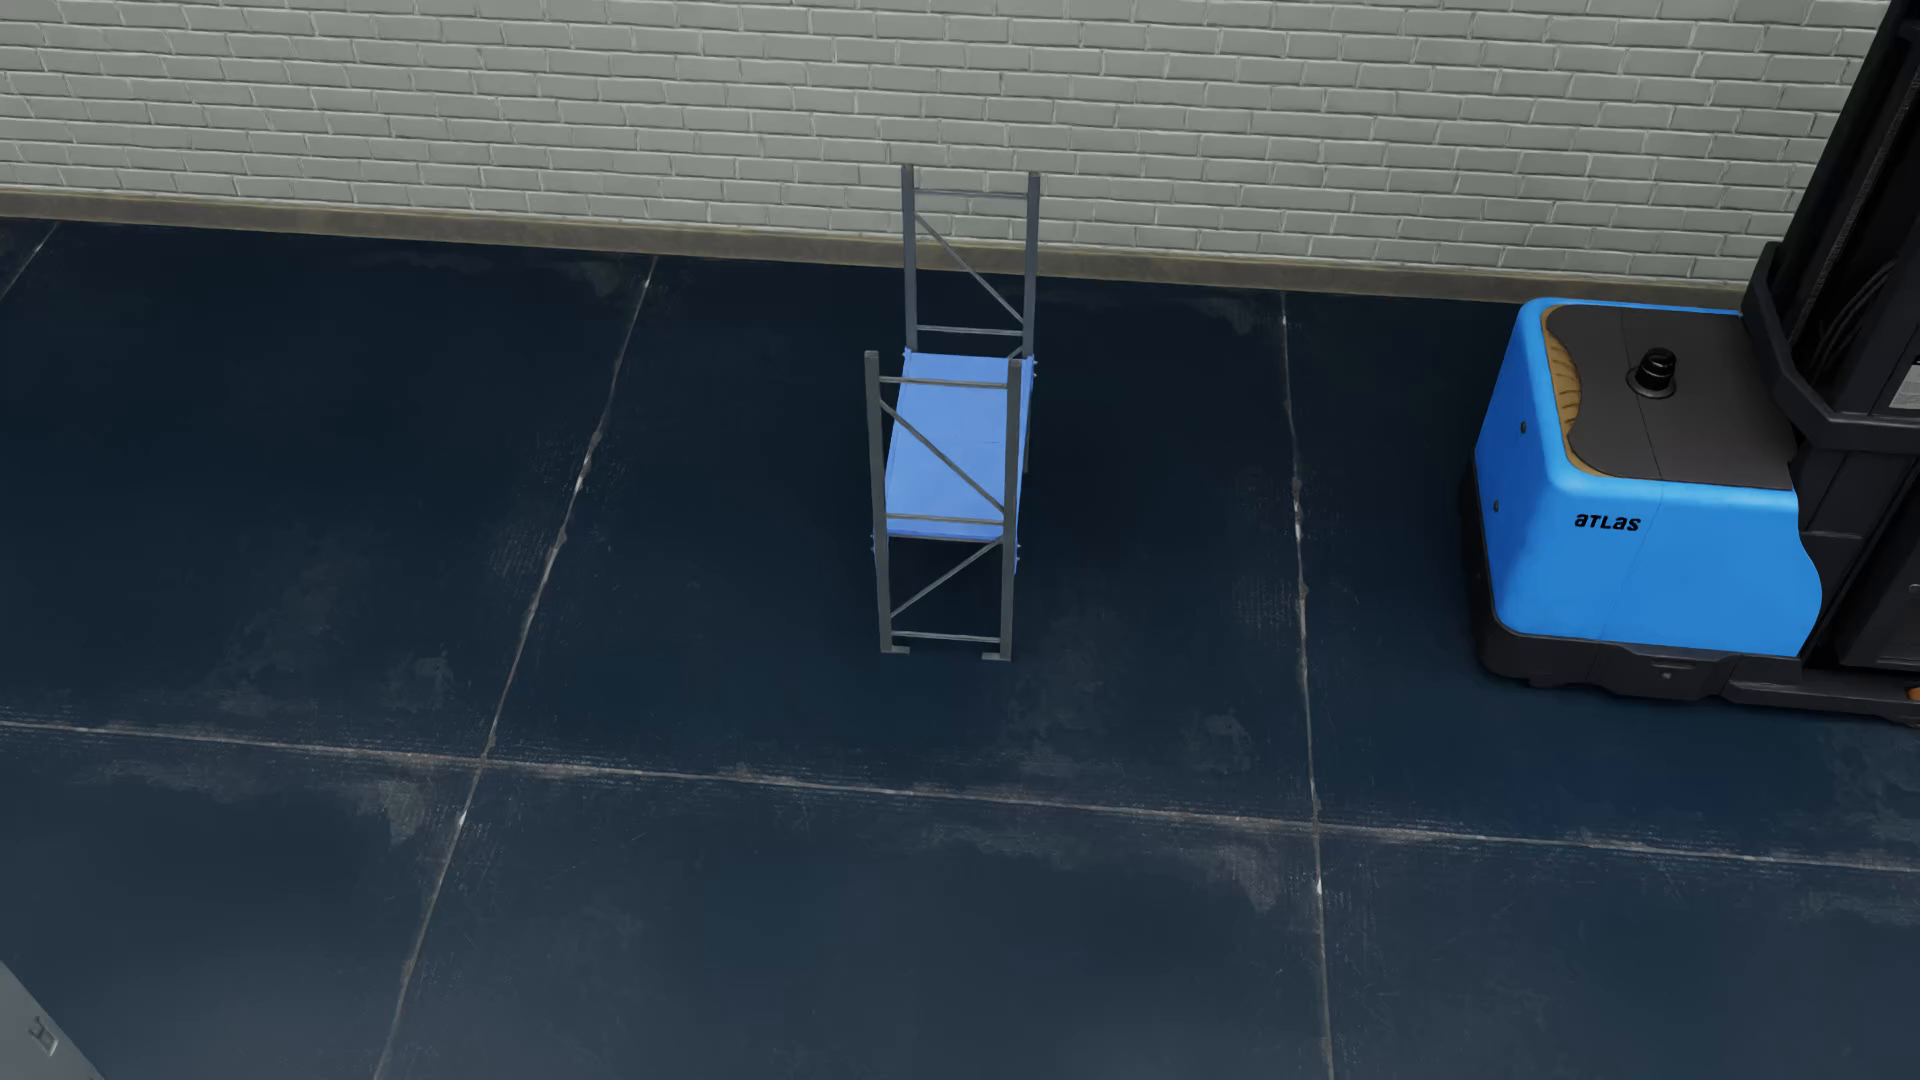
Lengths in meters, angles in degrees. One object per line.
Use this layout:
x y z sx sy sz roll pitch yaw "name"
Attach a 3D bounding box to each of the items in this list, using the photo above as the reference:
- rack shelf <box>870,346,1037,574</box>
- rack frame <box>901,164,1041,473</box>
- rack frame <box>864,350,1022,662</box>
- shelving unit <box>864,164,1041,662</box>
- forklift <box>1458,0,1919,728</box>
-0.008 -0.322 6.298 0.538 0.185 1.000 4 48 4 "rack shelf"
0.039 -0.817 6.507 0.500 1.500 0.032 4 48 4 "rack frame"
-0.054 -0.070 5.824 0.500 1.500 0.032 4 48 4 "rack frame"
-0.008 -0.443 6.165 0.538 1.500 1.048 4 48 4 "shelving unit"
3.509 -0.696 5.427 3.031 2.935 1.130 5 48 4 "forklift"
